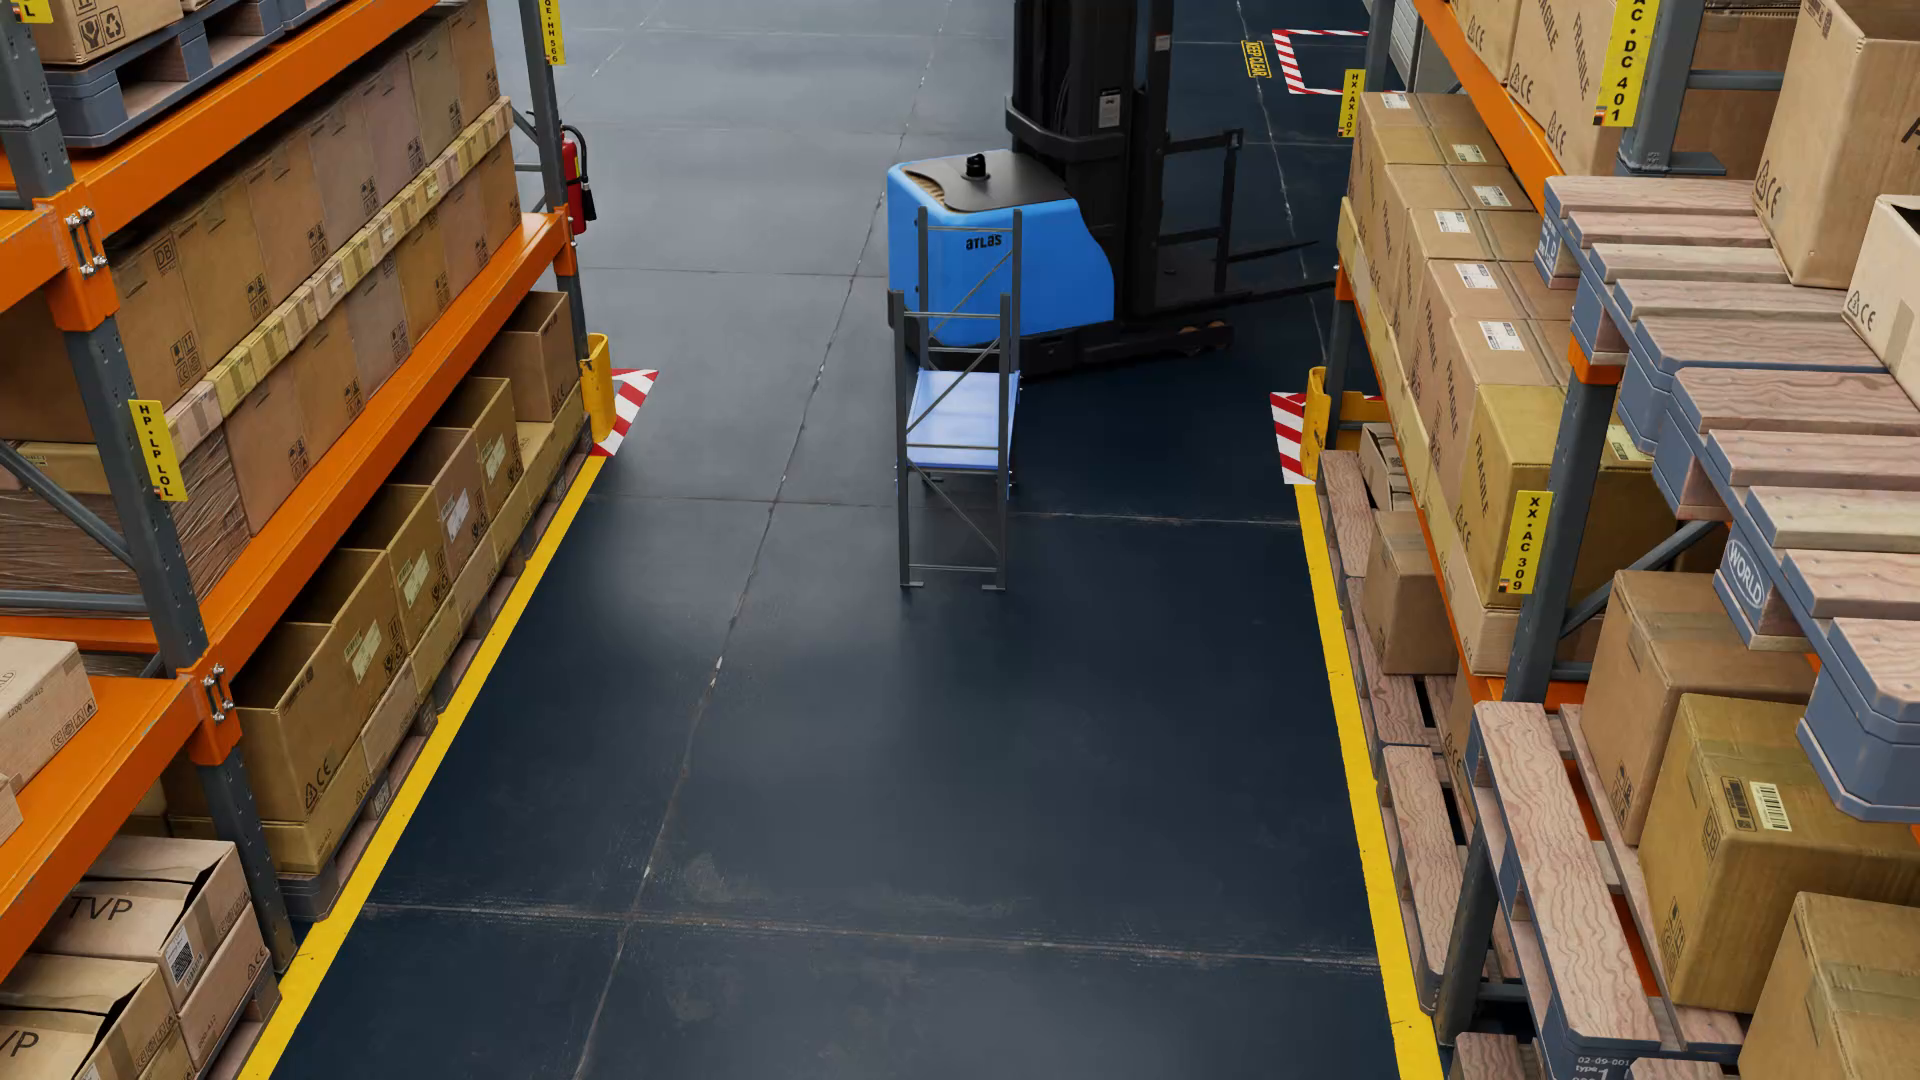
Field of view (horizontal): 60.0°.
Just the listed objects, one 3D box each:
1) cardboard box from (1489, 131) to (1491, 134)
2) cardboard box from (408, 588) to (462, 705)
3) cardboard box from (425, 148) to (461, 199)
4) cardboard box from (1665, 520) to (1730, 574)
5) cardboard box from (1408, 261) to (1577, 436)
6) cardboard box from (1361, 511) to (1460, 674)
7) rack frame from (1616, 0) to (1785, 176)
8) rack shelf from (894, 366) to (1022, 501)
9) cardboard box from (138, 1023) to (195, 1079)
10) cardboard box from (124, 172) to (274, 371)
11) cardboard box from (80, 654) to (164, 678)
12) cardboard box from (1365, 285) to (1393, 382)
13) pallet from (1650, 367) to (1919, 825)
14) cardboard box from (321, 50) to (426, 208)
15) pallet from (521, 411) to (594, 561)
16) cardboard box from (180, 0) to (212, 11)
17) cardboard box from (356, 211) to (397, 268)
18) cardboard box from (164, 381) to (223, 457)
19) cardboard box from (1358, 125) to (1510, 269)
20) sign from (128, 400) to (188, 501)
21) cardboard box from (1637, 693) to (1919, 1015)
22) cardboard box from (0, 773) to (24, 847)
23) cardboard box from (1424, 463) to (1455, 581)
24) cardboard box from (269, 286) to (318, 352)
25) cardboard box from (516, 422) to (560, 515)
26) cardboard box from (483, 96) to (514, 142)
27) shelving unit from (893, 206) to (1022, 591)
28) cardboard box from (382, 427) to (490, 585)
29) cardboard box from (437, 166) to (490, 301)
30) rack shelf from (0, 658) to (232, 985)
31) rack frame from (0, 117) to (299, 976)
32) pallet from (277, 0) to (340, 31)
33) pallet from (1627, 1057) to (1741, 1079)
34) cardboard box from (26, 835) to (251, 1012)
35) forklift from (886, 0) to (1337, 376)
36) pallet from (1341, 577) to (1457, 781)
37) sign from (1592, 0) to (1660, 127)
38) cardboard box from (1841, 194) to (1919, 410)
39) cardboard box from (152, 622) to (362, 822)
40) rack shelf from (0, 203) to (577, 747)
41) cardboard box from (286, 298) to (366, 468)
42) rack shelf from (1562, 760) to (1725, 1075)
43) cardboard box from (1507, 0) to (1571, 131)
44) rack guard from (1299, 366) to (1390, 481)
[{"bbox_3d":[2.590,-1.704,7.564,0.500,0.500,0.500,2,32,3],"label":"cardboard box"},{"bbox_3d":[-2.415,0.427,6.919,0.500,0.250,0.500,2,32,4],"label":"cardboard box"},{"bbox_3d":[-2.425,-1.614,7.296,0.380,0.149,0.250,3,32,5],"label":"cardboard box"},{"bbox_3d":[2.338,-0.104,4.969,0.500,0.500,0.500,2,32,3],"label":"cardboard box"},{"bbox_3d":[1.908,-0.652,5.858,0.500,0.500,0.500,2,32,3],"label":"cardboard box"},{"bbox_3d":[2.115,0.219,6.999,0.700,0.500,0.500,1,32,1],"label":"cardboard box"},{"bbox_3d":[2.091,-2.158,3.174,1.000,3.000,0.127,2,32,4],"label":"rack frame"},{"bbox_3d":[0.007,-0.530,8.023,0.538,0.185,1.000,2,32,4],"label":"rack shelf"},{"bbox_3d":[-2.634,1.672,4.898,0.500,0.250,0.500,2,32,3],"label":"cardboard box"},{"bbox_3d":[-2.777,-0.905,5.527,0.700,0.500,0.500,2,32,4],"label":"cardboard box"},{"bbox_3d":[-2.974,0.346,6.334,0.500,0.500,0.500,2,32,4],"label":"cardboard box"},{"bbox_3d":[1.985,-0.860,6.910,0.500,0.250,0.500,2,32,3],"label":"cardboard box"},{"bbox_3d":[1.853,0.060,2.613,1.213,0.211,1.003,2,32,4],"label":"pallet"},{"bbox_3d":[-2.653,-1.690,6.801,0.700,0.500,0.500,3,32,4],"label":"cardboard box"},{"bbox_3d":[-2.541,-0.316,8.562,1.003,0.211,1.213,2,32,4],"label":"pallet"},{"bbox_3d":[-2.499,-1.825,5.045,0.500,0.311,0.500,1,32,1],"label":"cardboard box"},{"bbox_3d":[-2.486,-1.205,6.632,0.380,0.149,0.250,2,32,3],"label":"cardboard box"},{"bbox_3d":[-2.611,-0.395,5.319,0.380,0.149,0.250,3,32,5],"label":"cardboard box"},{"bbox_3d":[2.028,-1.464,7.176,0.500,0.500,0.500,3,32,4],"label":"cardboard box"},{"bbox_3d":[-2.305,-0.254,4.776,0.100,0.325,0.005,2,32,4],"label":"sign"},{"bbox_3d":[1.963,0.723,3.703,0.700,0.500,0.500,6,32,9],"label":"cardboard box"},{"bbox_3d":[-2.735,0.712,4.364,0.396,0.266,0.258,2,32,3],"label":"cardboard box"},{"bbox_3d":[1.876,-0.069,5.627,0.500,0.250,0.500,3,32,4],"label":"cardboard box"},{"bbox_3d":[-2.549,-0.798,5.973,0.380,0.149,0.250,1,32,2],"label":"cardboard box"},{"bbox_3d":[-2.299,-0.358,8.193,0.500,0.250,0.500,2,32,4],"label":"cardboard box"},{"bbox_3d":[-2.362,-2.016,7.948,0.380,0.149,0.250,2,32,3],"label":"cardboard box"},{"bbox_3d":[0.007,-0.683,7.929,0.538,1.500,1.048,2,32,4],"label":"shelving unit"},{"bbox_3d":[-2.377,-0.154,7.147,0.500,0.500,0.500,2,32,4],"label":"cardboard box"},{"bbox_3d":[-2.610,-1.429,7.615,0.700,0.500,0.500,3,32,5],"label":"cardboard box"},{"bbox_3d":[-3.009,1.539,3.580,1.077,0.370,4.000,2,32,4],"label":"rack shelf"},{"bbox_3d":[-2.846,0.187,5.088,1.000,3.000,0.127,2,32,4],"label":"rack frame"},{"bbox_3d":[-2.701,-2.136,6.082,1.003,0.211,1.213,2,32,4],"label":"pallet"},{"bbox_3d":[1.886,1.533,3.087,1.003,0.211,1.213,2,32,4],"label":"pallet"},{"bbox_3d":[-2.594,1.164,5.189,0.500,0.311,0.500,2,32,4],"label":"cardboard box"},{"bbox_3d":[1.119,-2.614,9.698,3.031,2.935,1.130,-12,34,-19],"label":"forklift"},{"bbox_3d":[2.207,0.591,7.090,1.003,0.211,1.213,2,32,4],"label":"pallet"},{"bbox_3d":[1.550,-1.120,3.856,0.100,0.325,0.005,2,32,4],"label":"sign"},{"bbox_3d":[1.917,-0.417,2.893,0.500,0.311,0.500,3,32,6],"label":"cardboard box"},{"bbox_3d":[-2.497,0.630,5.874,0.500,0.500,0.500,2,32,4],"label":"cardboard box"},{"bbox_3d":[-2.684,-0.553,6.974,1.077,0.370,4.000,2,32,4],"label":"rack shelf"},{"bbox_3d":[-2.735,-0.626,6.312,0.700,0.500,0.500,3,32,5],"label":"cardboard box"},{"bbox_3d":[1.928,1.748,3.239,1.077,0.370,4.000,2,32,4],"label":"rack shelf"},{"bbox_3d":[1.940,-1.470,4.803,0.500,0.500,0.500,0,32,0],"label":"cardboard box"},{"bbox_3d":[2.411,-0.591,8.733,1.175,0.500,0.348,2,32,4],"label":"rack guard"}]
